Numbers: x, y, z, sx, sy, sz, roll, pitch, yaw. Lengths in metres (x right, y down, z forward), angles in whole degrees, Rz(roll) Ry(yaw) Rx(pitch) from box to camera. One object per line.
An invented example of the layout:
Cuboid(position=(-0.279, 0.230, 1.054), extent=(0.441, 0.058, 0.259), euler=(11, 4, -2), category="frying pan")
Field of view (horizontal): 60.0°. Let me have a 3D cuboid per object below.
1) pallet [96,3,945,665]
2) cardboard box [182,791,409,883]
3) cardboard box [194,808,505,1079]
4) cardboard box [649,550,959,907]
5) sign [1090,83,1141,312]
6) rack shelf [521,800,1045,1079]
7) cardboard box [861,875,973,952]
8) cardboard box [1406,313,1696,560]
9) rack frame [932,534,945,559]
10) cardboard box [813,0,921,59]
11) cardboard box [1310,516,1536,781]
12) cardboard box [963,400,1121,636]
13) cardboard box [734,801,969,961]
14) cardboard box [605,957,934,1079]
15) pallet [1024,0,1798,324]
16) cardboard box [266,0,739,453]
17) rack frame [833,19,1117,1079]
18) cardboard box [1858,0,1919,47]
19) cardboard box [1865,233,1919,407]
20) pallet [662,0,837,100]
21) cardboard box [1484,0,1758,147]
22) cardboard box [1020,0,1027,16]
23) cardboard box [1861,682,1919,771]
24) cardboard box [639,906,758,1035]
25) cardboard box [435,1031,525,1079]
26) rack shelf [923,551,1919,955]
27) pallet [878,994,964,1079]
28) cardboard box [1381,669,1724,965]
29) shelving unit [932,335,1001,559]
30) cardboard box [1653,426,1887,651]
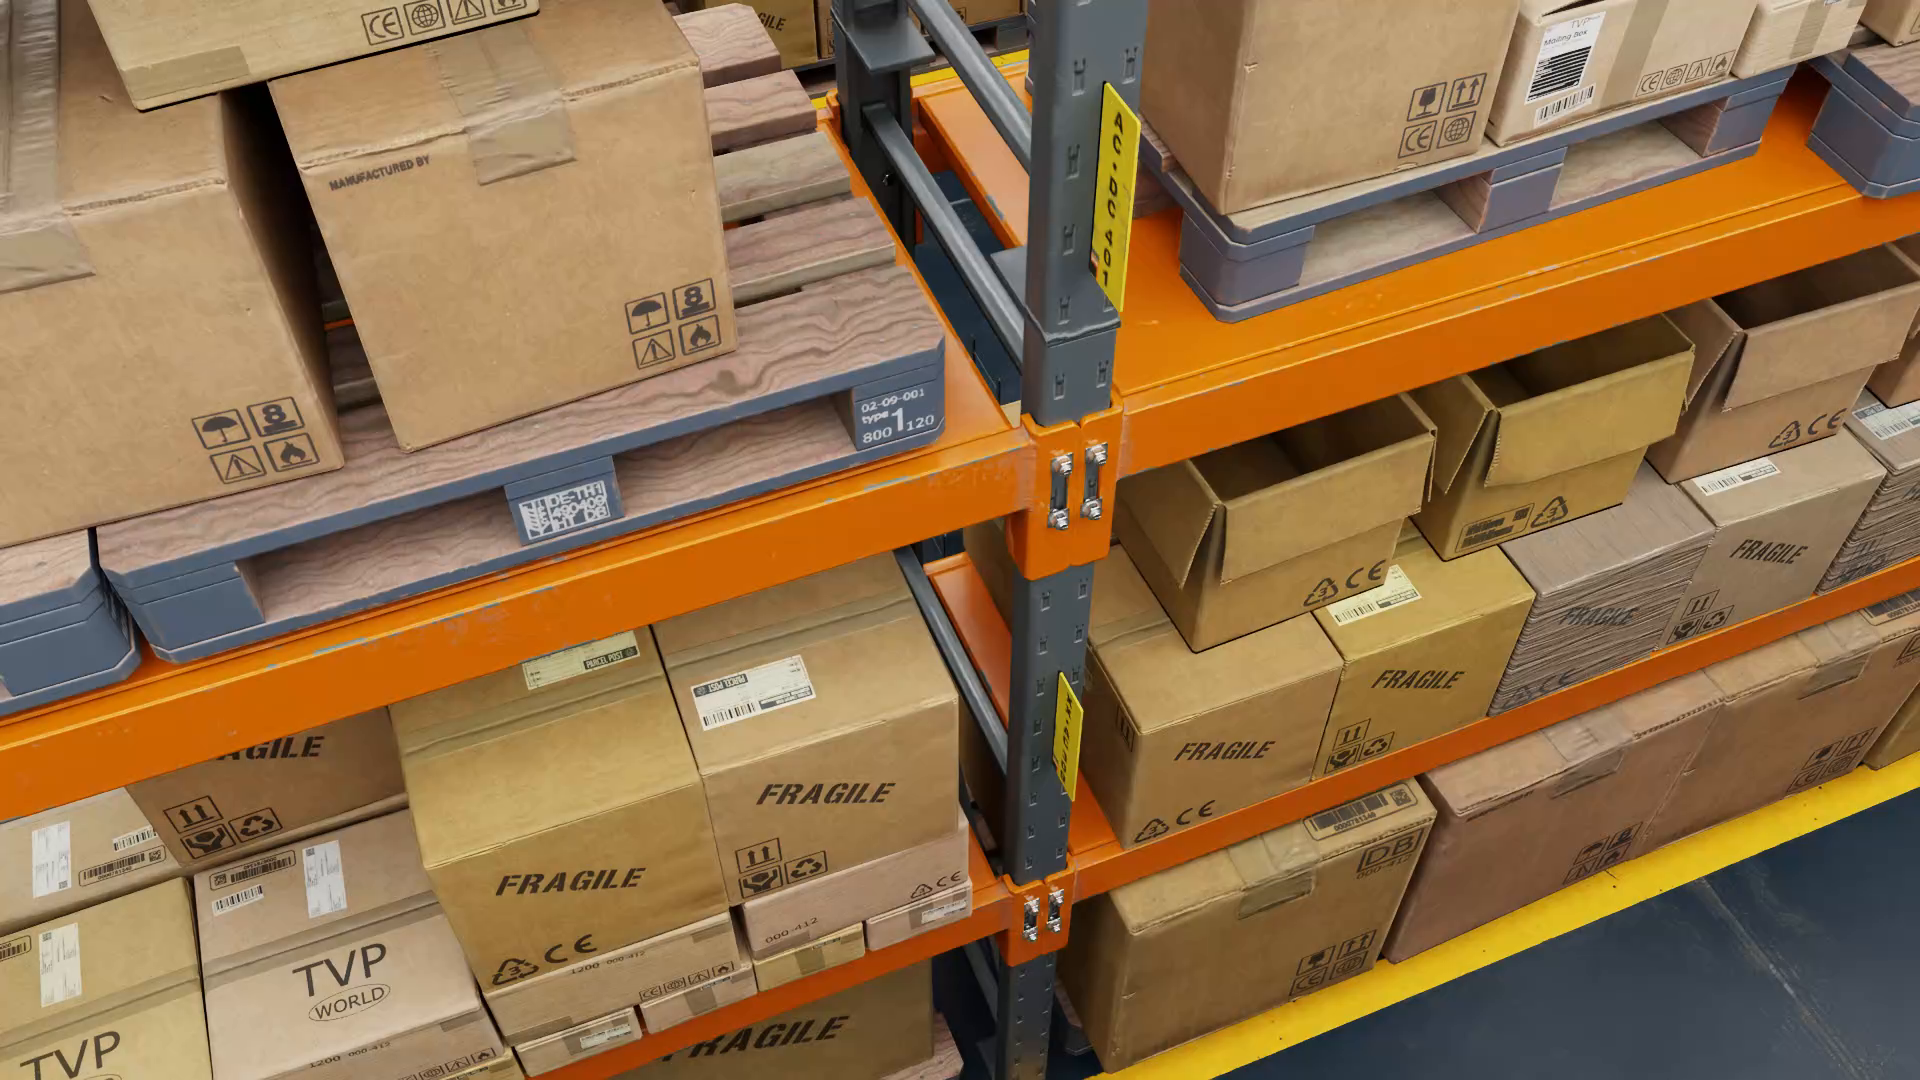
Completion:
Cuboid(position=(-0.759, -0.407, 2.703), extent=(1.213, 0.211, 1.003), euler=(-17, 52, -14), category="pallet")
Cuboid(position=(-1.472, 0.509, 3.739), extent=(0.500, 0.250, 0.500), euler=(-16, 51, -13), category="cardboard box")
Cuboid(position=(-1.258, 0.874, 3.425), extent=(0.500, 0.250, 0.500), euler=(-16, 51, -14), category="cardboard box")
Cuboid(position=(-0.322, 0.342, 3.388), extent=(0.500, 0.500, 0.500), euler=(-16, 51, -13), category="cardboard box")
Cuboid(position=(0.213, -0.468, 2.304), extent=(0.005, 0.325, 0.100), euler=(-17, 52, -14), category="sign")
Cuboid(position=(-1.850, 1.122, 3.783), extent=(4.000, 0.370, 1.077), euler=(-17, 52, -14), category="rack shelf")
Cuboid(position=(-0.156, 0.714, 3.826), extent=(0.250, 0.149, 0.380), euler=(-17, 51, -14), category="cardboard box")
Cuboid(position=(1.230, -0.423, 3.909), extent=(0.637, 0.503, 0.797), euler=(-17, 51, -14), category="cardboard box")
Cuboid(position=(-0.102, -0.262, 5.882), extent=(0.006, 0.900, 0.240), euler=(-17, 52, -14), category="rack frame")
Cuboid(position=(-0.506, -2.699, 7.962), extent=(0.500, 0.500, 0.500), euler=(-15, 51, -13), category="cardboard box")
Cuboid(position=(0.987, 0.180, 4.052), extent=(0.500, 0.500, 0.500), euler=(-17, 51, -14), category="cardboard box")
Cuboid(position=(0.332, -0.044, 4.245), extent=(0.500, 0.500, 0.500), euler=(-17, 51, -14), category="cardboard box")
Cuboid(position=(-0.308, 0.577, 3.680), extent=(0.500, 0.250, 0.500), euler=(-18, 52, -15), category="cardboard box")
Cuboid(position=(-0.639, 1.003, 4.535), extent=(0.875, 0.875, 0.875), euler=(-17, 52, -14), category="cardboard box")
Cuboid(position=(0.832, -0.898, 3.193), extent=(1.217, 0.209, 0.805), euler=(-19, 52, -16), category="pallet")
Cuboid(position=(-0.700, -0.598, 2.401), extent=(0.500, 0.500, 0.700), euler=(-20, 52, -16), category="cardboard box")
Cuboid(position=(0.002, 0.314, 4.003), extent=(0.127, 3.000, 1.000), euler=(-17, 52, -14), category="rack frame")
Cuboid(position=(1.822, -1.380, 3.136), extent=(0.637, 0.503, 0.797), euler=(-18, 52, -15), category="cardboard box")
Cuboid(position=(2.418, -0.809, 4.241), extent=(0.637, 0.503, 0.797), euler=(-16, 51, -13), category="cardboard box")
Cuboid(position=(-1.060, -2.514, 8.270), extent=(1.213, 0.211, 1.003), euler=(-17, 52, -14), category="pallet")
Cuboid(position=(1.052, -1.022, 2.955), extent=(0.500, 0.311, 0.500), euler=(-19, 52, -15), category="cardboard box")
Cuboid(position=(0.447, -2.986, 8.208), extent=(0.500, 0.500, 0.500), euler=(-19, 52, -16), category="cardboard box")
Cuboid(position=(3.058, -0.094, 5.478), extent=(0.875, 0.875, 1.225), euler=(-19, 52, -16), category="cardboard box")
Cuboid(position=(-0.632, 0.861, 3.699), extent=(0.250, 0.149, 0.380), euler=(-18, 52, -15), category="cardboard box")
Cuboid(position=(-1.109, 1.009, 3.572), extent=(0.250, 0.149, 0.380), euler=(-16, 51, -14), category="cardboard box")
Cuboid(position=(1.854, -0.025, 4.768), extent=(4.000, 0.370, 1.077), euler=(-17, 52, -14), category="rack shelf")
Cuboid(position=(-0.732, 1.386, 4.921), extent=(1.213, 0.211, 1.003), euler=(-17, 52, -14), category="pallet")
Cuboid(position=(1.414, 0.415, 5.040), extent=(0.875, 0.875, 1.225), euler=(-19, 52, -15), category="cardboard box")
Cuboid(position=(-0.008, -0.291, 5.907), extent=(0.210, 0.900, 0.258), euler=(-17, 52, -14), category="shelving unit")
Cuboid(position=(1.927, -0.115, 4.305), extent=(0.500, 0.500, 0.500), euler=(-16, 51, -14), category="cardboard box")
